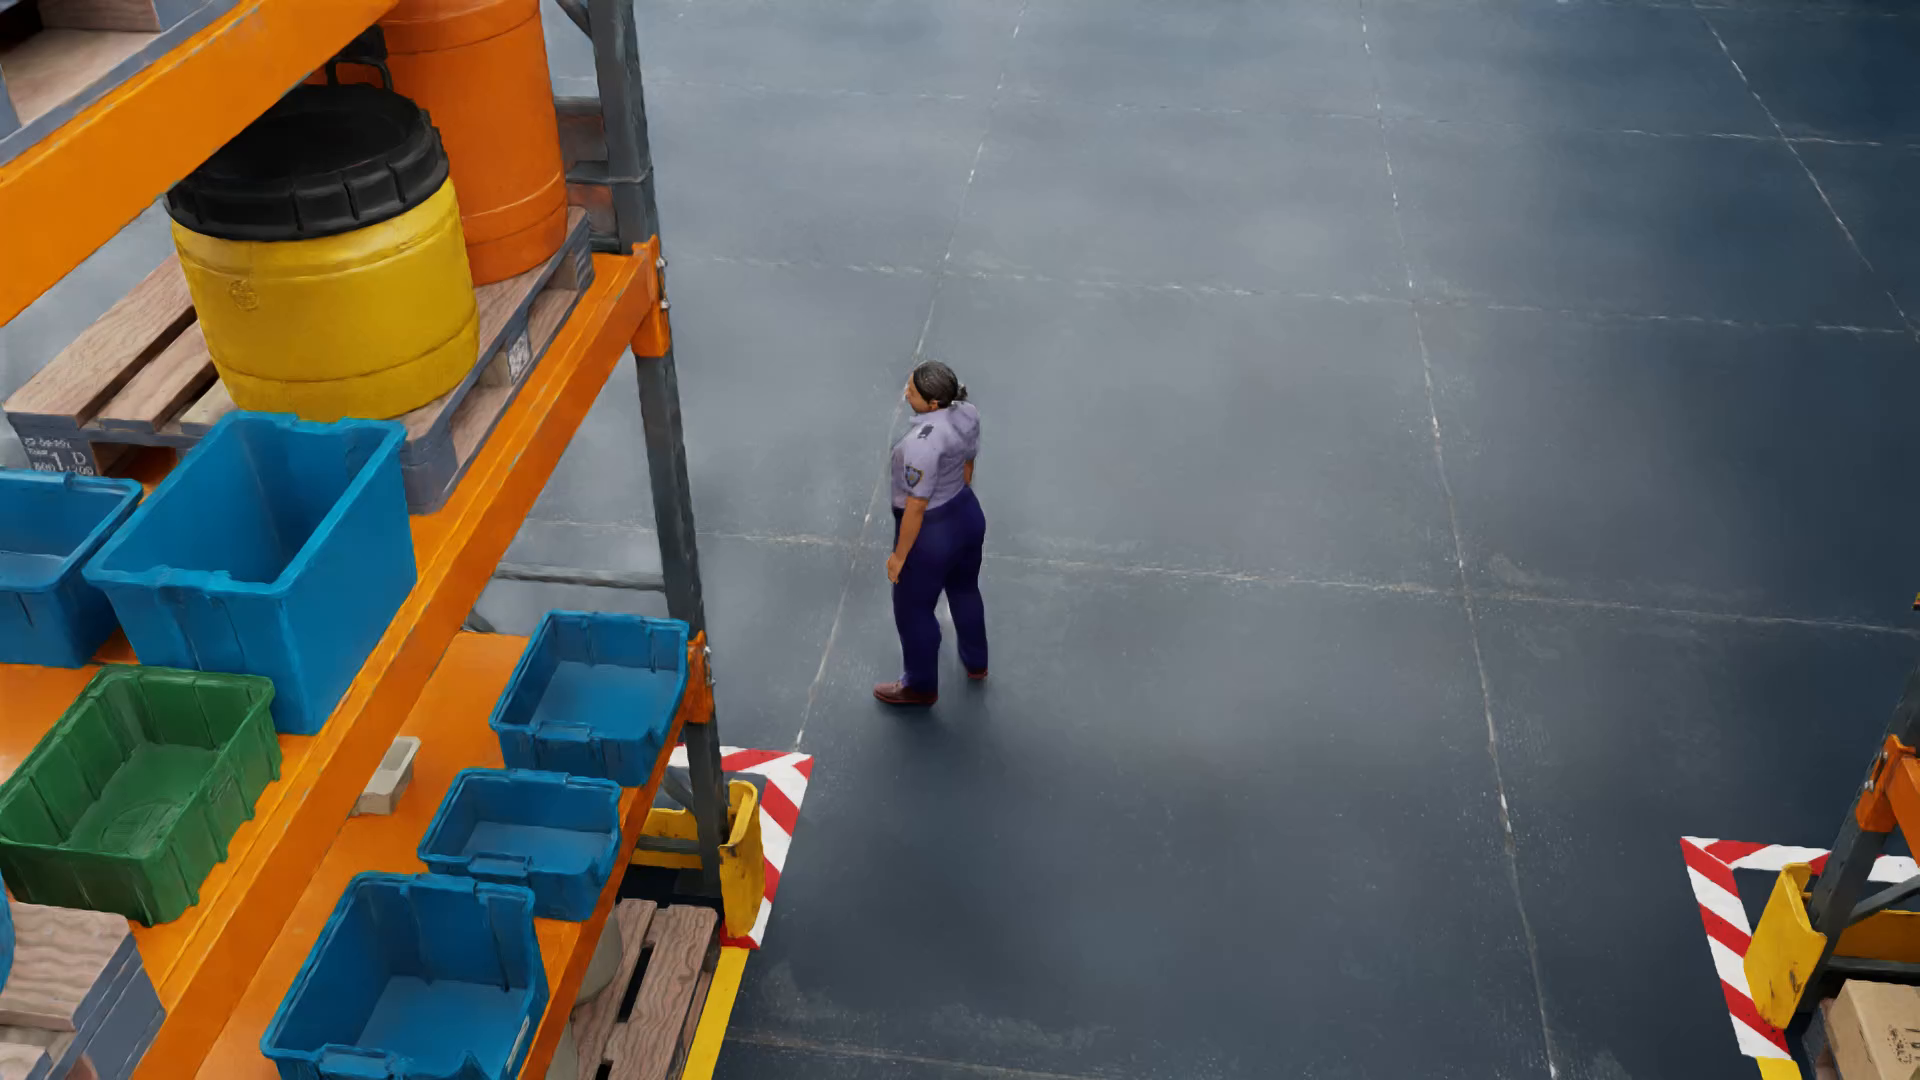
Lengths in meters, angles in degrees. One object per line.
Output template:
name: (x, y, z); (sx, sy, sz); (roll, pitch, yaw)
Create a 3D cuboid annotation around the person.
person: (-0.097, -0.038, 7.071); (0.373, 1.646, 0.602); (22, 42, 27)
